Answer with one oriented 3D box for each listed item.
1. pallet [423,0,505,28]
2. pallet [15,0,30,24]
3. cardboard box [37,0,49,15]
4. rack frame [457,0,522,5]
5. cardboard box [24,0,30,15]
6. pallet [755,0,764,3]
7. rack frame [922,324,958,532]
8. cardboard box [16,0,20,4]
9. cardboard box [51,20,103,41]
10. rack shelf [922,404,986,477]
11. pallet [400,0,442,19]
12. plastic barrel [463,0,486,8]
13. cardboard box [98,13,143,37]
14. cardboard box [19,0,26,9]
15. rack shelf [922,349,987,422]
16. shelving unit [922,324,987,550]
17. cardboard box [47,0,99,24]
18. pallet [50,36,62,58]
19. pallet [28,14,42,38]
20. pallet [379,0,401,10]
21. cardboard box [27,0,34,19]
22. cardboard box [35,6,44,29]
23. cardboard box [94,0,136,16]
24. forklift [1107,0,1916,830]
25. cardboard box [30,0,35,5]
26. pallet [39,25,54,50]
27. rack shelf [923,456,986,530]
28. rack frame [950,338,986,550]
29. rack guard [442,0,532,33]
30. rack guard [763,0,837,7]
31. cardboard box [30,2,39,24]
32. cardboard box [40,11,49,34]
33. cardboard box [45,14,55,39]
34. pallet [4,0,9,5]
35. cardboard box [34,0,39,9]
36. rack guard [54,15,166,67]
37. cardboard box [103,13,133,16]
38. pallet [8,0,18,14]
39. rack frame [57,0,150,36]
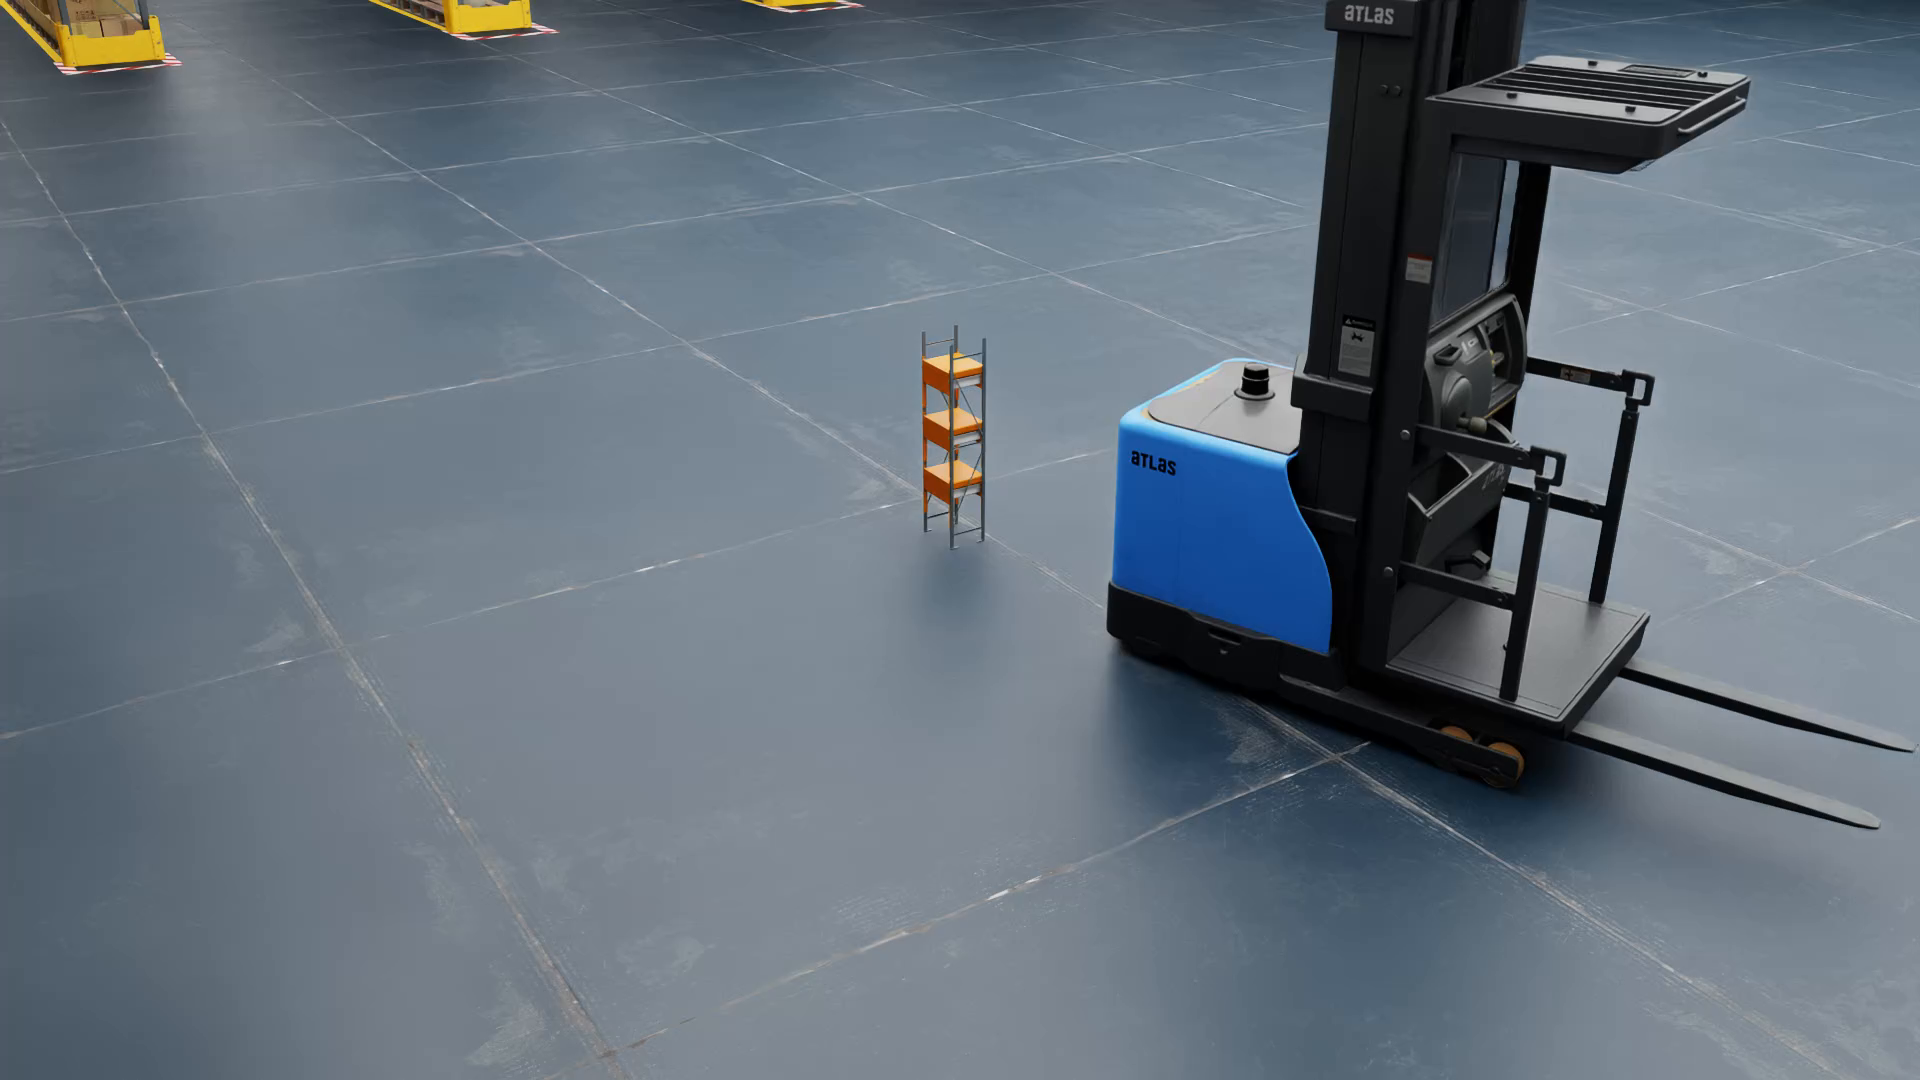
[{"bbox_3d":[-7.134,-7.659,24.227,1.003,0.211,1.213,-16,29,-30],"label":"pallet"},{"bbox_3d":[-13.385,-7.883,24.701,1.003,0.211,1.213,-16,29,-30],"label":"pallet"},{"bbox_3d":[-11.866,-7.221,21.884,0.500,0.500,0.500,-16,29,-30],"label":"cardboard box"},{"bbox_3d":[-6.614,-8.612,22.979,1.000,3.000,0.127,-16,29,-30],"label":"rack frame"},{"bbox_3d":[-12.951,-7.600,23.564,0.500,0.250,0.500,-16,29,-30],"label":"cardboard box"},{"bbox_3d":[-2.919,-8.831,26.710,1.003,0.211,1.213,-16,29,-30],"label":"pallet"},{"bbox_3d":[-0.096,-0.538,8.159,0.200,1.050,0.008,-16,29,-30],"label":"rack frame"},{"bbox_3d":[-13.694,-8.098,24.620,0.500,0.250,0.500,-16,30,-30],"label":"cardboard box"},{"bbox_3d":[-11.306,-6.528,21.294,0.500,0.250,0.500,-16,29,-30],"label":"cardboard box"},{"bbox_3d":[-0.029,-0.484,8.071,0.215,0.259,0.240,-16,29,-30],"label":"rack shelf"},{"bbox_3d":[-7.796,-8.095,25.150,1.003,0.211,1.213,-16,29,-30],"label":"pallet"},{"bbox_3d":[-7.037,-7.894,23.881,0.421,0.512,0.421,0,25,0],"label":"plastic barrel"},{"bbox_3d":[-10.872,-6.649,21.550,0.500,0.250,0.500,-16,29,-30],"label":"cardboard box"},{"bbox_3d":[-13.419,-7.917,24.236,0.500,0.250,0.500,-16,30,-30],"label":"cardboard box"},{"bbox_3d":[-0.029,-0.741,7.950,0.215,0.259,0.240,-16,29,-30],"label":"rack shelf"},{"bbox_3d":[-0.029,-0.494,8.066,0.215,1.050,0.252,-16,29,-30],"label":"shelving unit"},{"bbox_3d":[-11.308,-6.867,21.133,0.500,0.500,0.500,-16,29,-30],"label":"cardboard box"},{"bbox_3d":[-11.219,-6.462,21.691,1.003,0.211,1.213,-16,29,-30],"label":"pallet"},{"bbox_3d":[-12.551,-7.334,23.539,1.003,0.211,1.213,-16,29,-30],"label":"pallet"},{"bbox_3d":[-8.466,-8.532,26.076,1.003,0.211,1.213,-16,29,-30],"label":"pallet"},{"bbox_3d":[-12.682,-7.420,23.182,0.500,0.250,0.500,-16,29,-30],"label":"cardboard box"},{"bbox_3d":[-12.135,-7.062,22.425,0.500,0.250,0.500,-16,29,-30],"label":"cardboard box"},{"bbox_3d":[-11.147,-7.167,21.768,0.500,0.500,0.500,-16,29,-30],"label":"cardboard box"},{"bbox_3d":[2.119,-0.648,6.189,3.031,2.935,1.130,18,31,33],"label":"forklift"},{"bbox_3d":[-12.413,-7.579,22.641,0.500,0.500,0.500,-16,29,-30],"label":"cardboard box"},{"bbox_3d":[-11.881,-6.898,22.614,1.003,0.211,1.213,-16,29,-30],"label":"pallet"},{"bbox_3d":[-0.029,-0.233,8.190,0.215,0.259,0.240,-16,29,-30],"label":"rack shelf"},{"bbox_3d":[0.037,-0.450,7.974,0.200,1.050,0.008,-16,29,-30],"label":"rack frame"},{"bbox_3d":[-6.695,-7.498,23.547,1.175,0.500,0.348,-16,29,-30],"label":"rack guard"},{"bbox_3d":[-2.506,-8.663,26.015,1.175,0.500,0.348,-16,29,-30],"label":"rack guard"},{"bbox_3d":[-12.413,-7.240,22.801,0.500,0.250,0.500,-16,29,-30],"label":"cardboard box"},{"bbox_3d":[-11.864,-6.883,22.045,0.500,0.250,0.500,-16,29,-30],"label":"cardboard box"},{"bbox_3d":[-11.589,-6.704,21.667,0.500,0.250,0.500,-16,29,-30],"label":"cardboard box"},{"bbox_3d":[-14.717,-8.756,26.550,1.003,0.211,1.213,-16,29,-30],"label":"pallet"},{"bbox_3d":[-12.138,-7.400,22.263,0.500,0.500,0.500,-16,29,-30],"label":"cardboard box"},{"bbox_3d":[-10.753,-6.320,21.052,1.175,0.500,0.348,-16,29,-30],"label":"rack guard"},{"bbox_3d":[-11.149,-6.827,21.927,0.500,0.250,0.500,-16,29,-30],"label":"cardboard box"},{"bbox_3d":[-14.055,-8.320,25.627,1.003,0.211,1.213,-16,29,-30],"label":"pallet"},{"bbox_3d":[-10.766,-7.459,20.537,1.000,3.000,0.127,-16,29,-30],"label":"rack frame"}]
